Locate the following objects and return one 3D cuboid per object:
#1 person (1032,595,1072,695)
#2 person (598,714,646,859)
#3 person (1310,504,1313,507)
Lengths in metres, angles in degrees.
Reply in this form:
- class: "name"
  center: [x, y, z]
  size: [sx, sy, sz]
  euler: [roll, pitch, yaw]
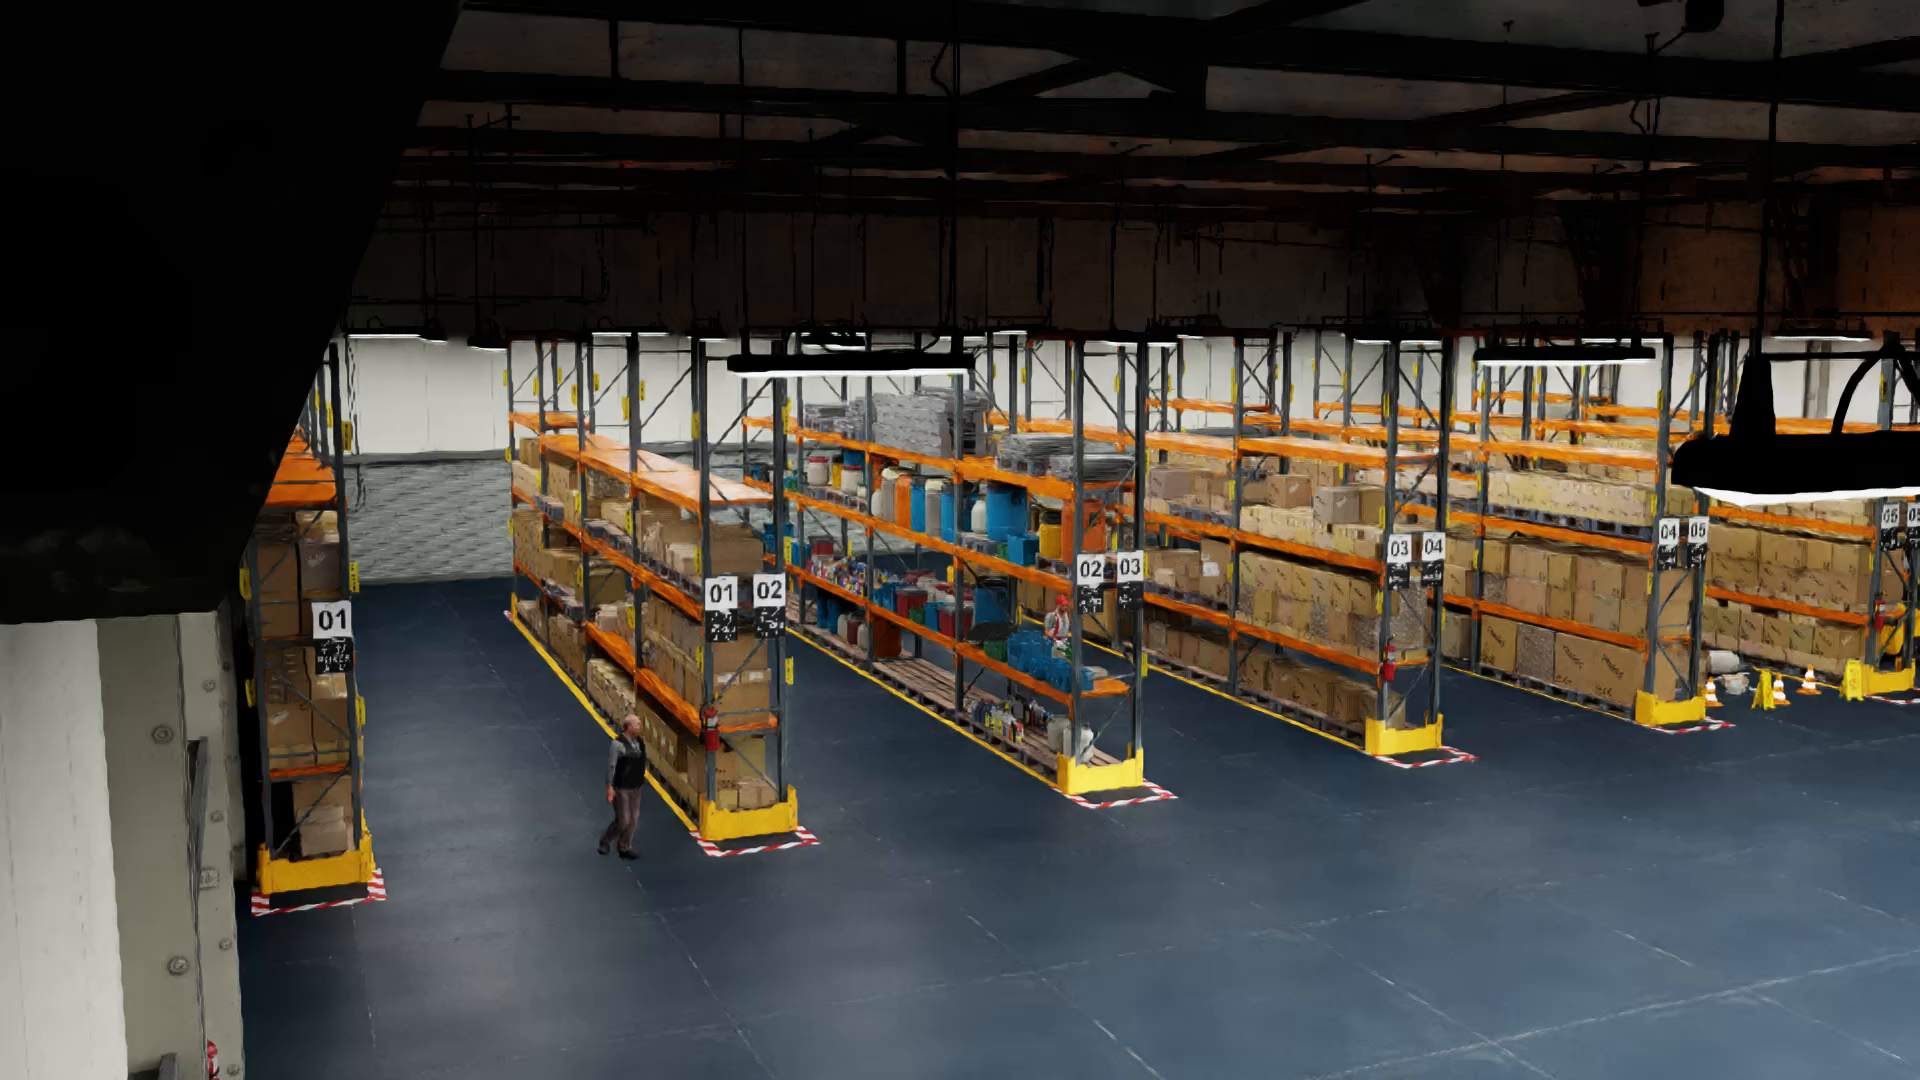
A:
- class: "person"
  center: [1.594, 1.735, 27.520]
  size: [0.686, 1.716, 0.838]
  euler: [-6, 10, -38]
- class: "person"
  center: [-3.932, 2.864, 19.358]
  size: [0.522, 1.714, 0.586]
  euler: [4, 9, 30]
- class: "person"
  center: [8.568, -0.004, 40.251]
  size: [0.408, 1.720, 0.659]
  euler: [-3, 8, -18]
